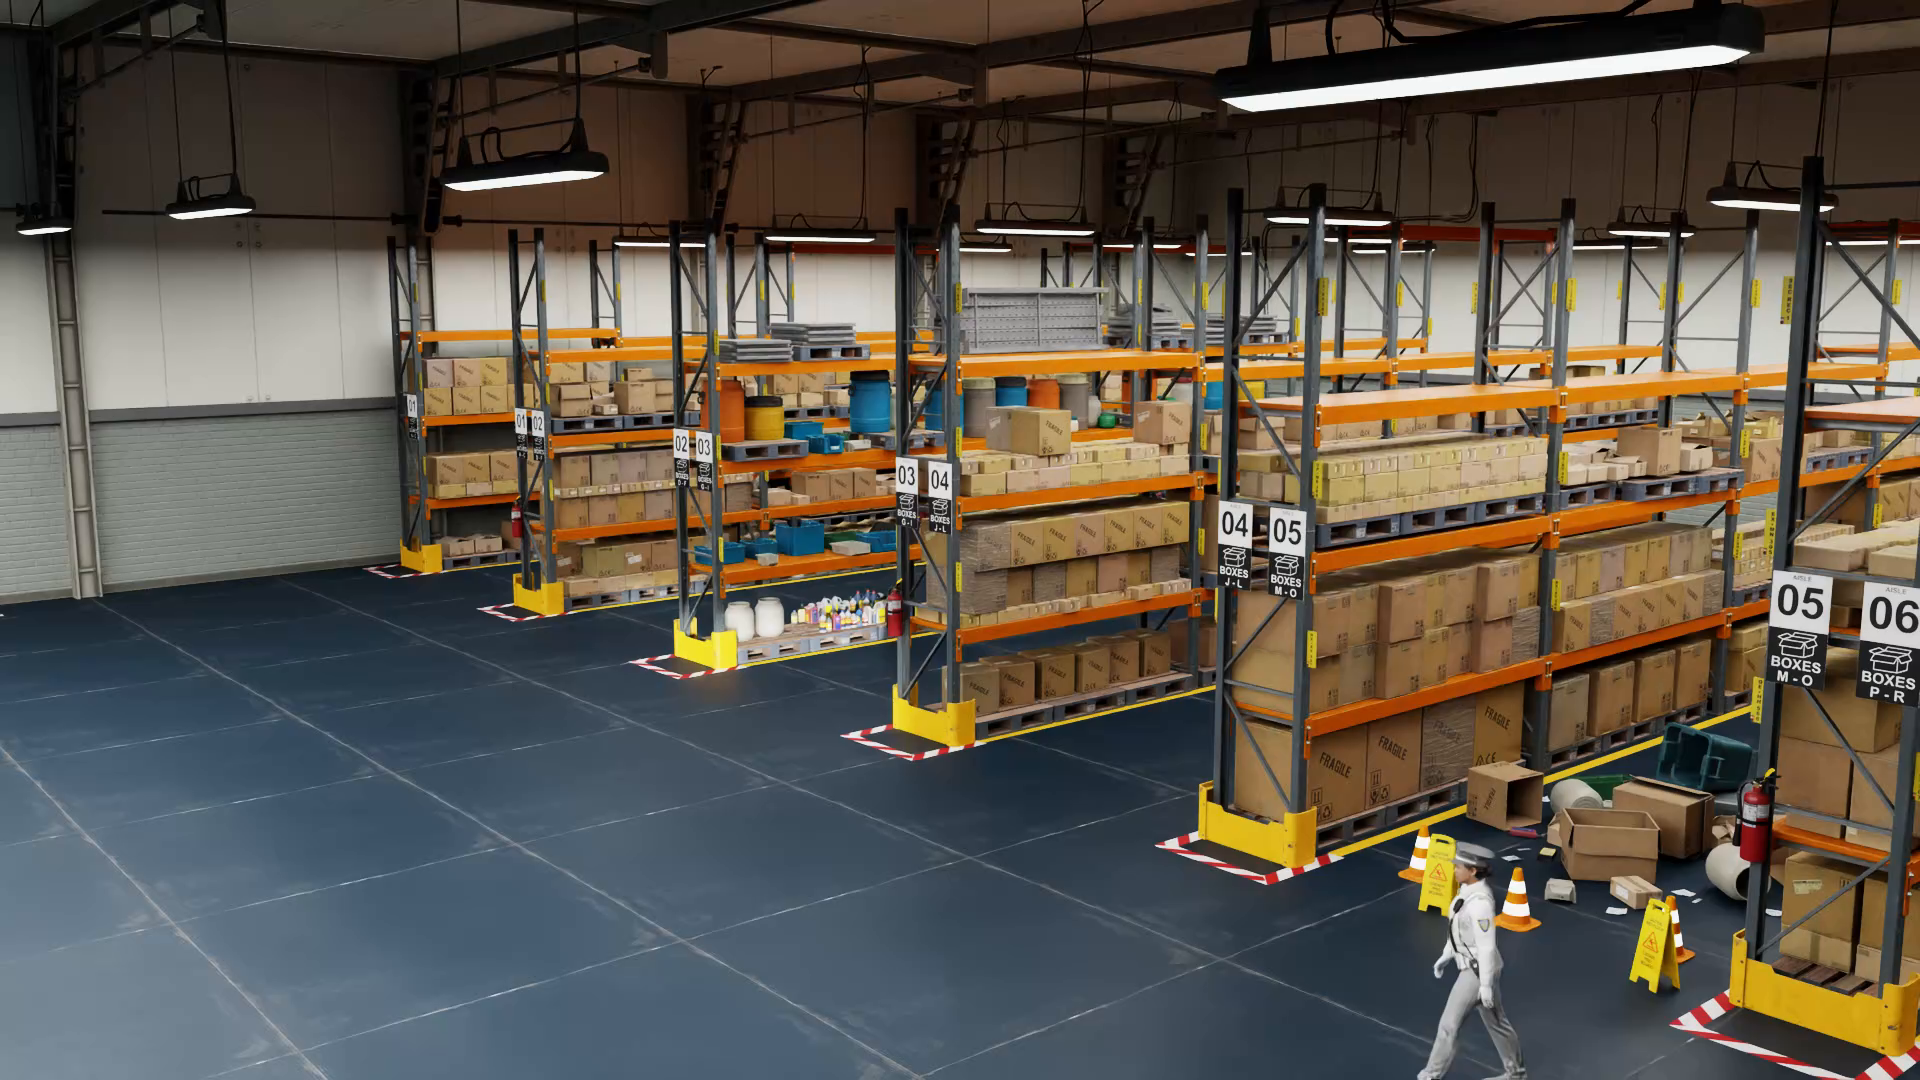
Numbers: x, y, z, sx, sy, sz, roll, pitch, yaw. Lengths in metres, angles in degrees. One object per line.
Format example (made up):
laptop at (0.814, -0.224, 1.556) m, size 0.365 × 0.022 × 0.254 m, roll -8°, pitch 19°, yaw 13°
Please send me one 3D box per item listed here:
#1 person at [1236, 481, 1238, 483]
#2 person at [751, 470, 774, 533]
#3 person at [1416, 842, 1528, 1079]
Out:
person at (6.577, -1.758, 39.334) m, size 0.554 × 1.762 × 0.815 m, roll 0°, pitch 9°, yaw -3°
person at (-3.823, -0.585, 31.656) m, size 0.560 × 1.760 × 0.582 m, roll -5°, pitch 10°, yaw -31°
person at (3.218, 2.728, 10.583) m, size 0.870 × 1.634 × 0.526 m, roll 1°, pitch 9°, yaw 9°
